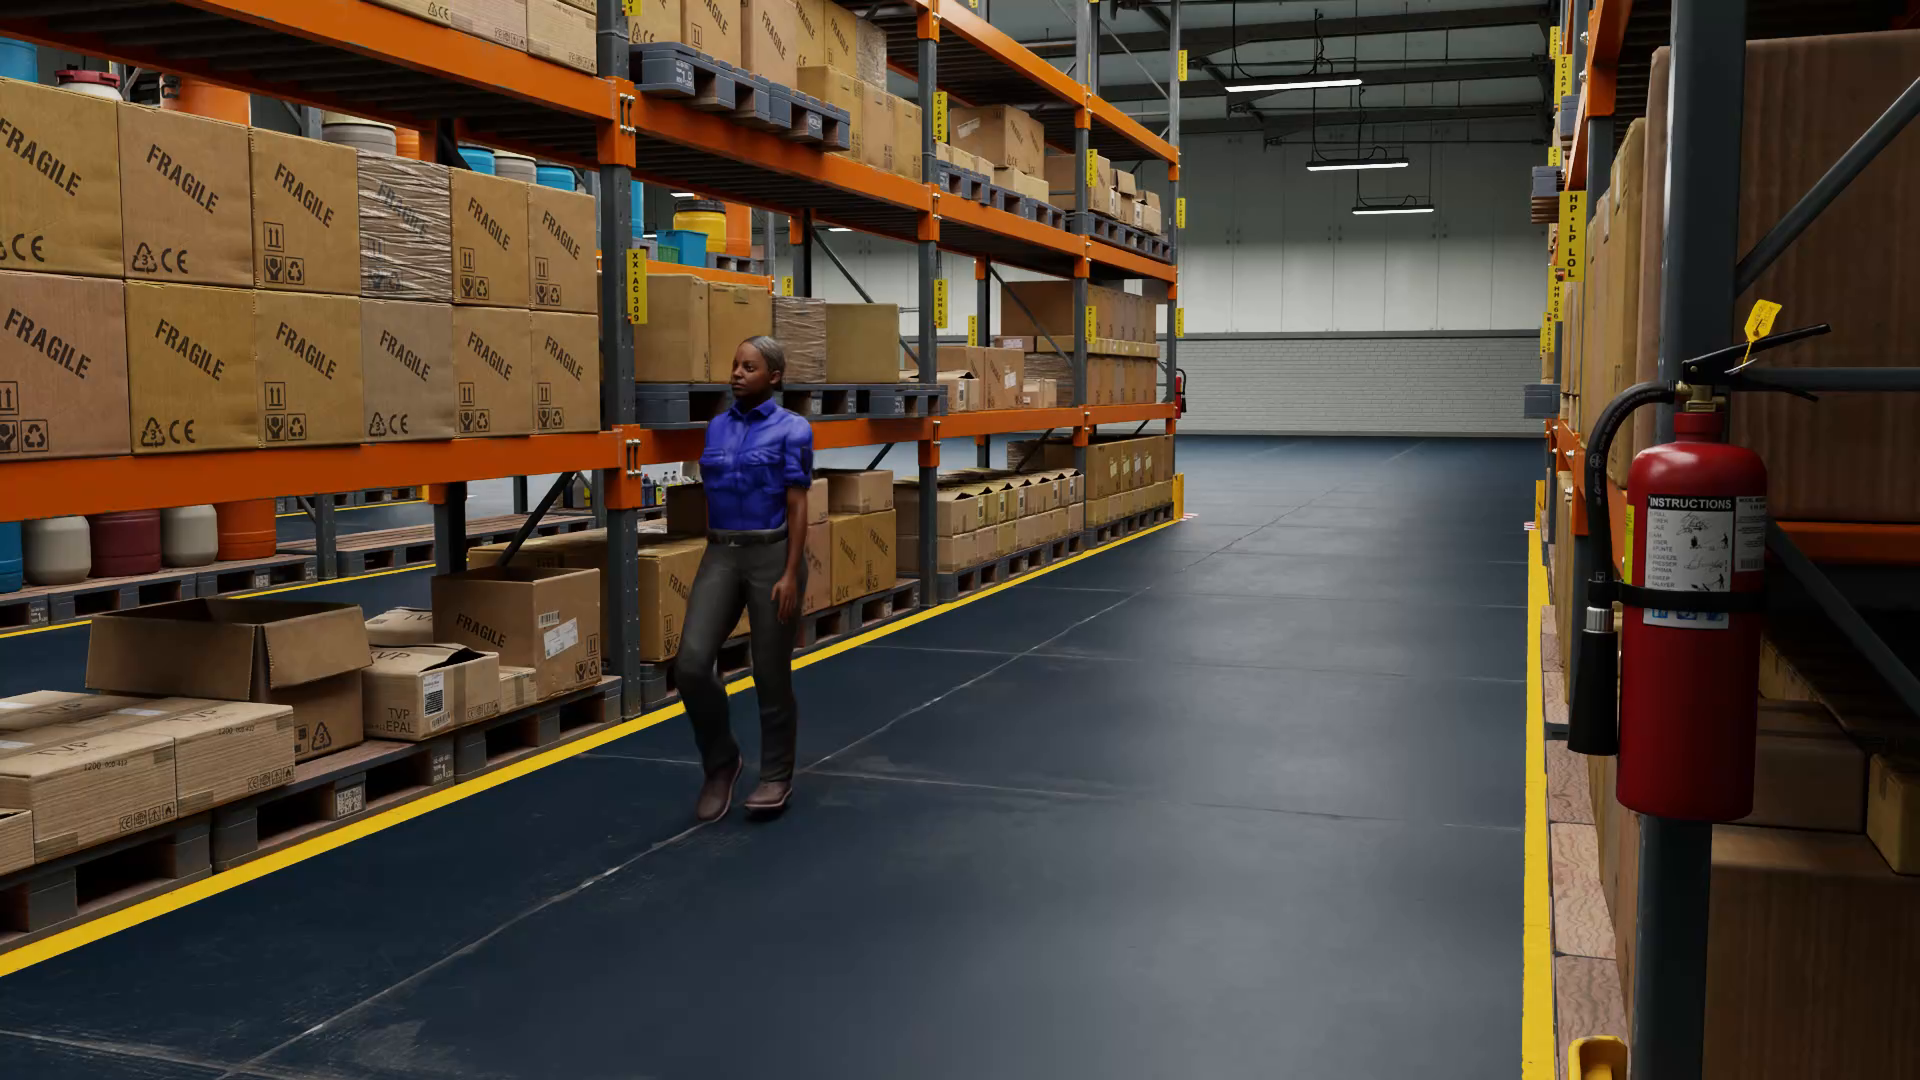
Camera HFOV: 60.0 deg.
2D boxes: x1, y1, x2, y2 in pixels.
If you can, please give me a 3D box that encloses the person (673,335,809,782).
[{"bbox_3d":[-0.734,0.085,5.717,0.447,1.574,0.454,2,6,18],"label":"person"}]
